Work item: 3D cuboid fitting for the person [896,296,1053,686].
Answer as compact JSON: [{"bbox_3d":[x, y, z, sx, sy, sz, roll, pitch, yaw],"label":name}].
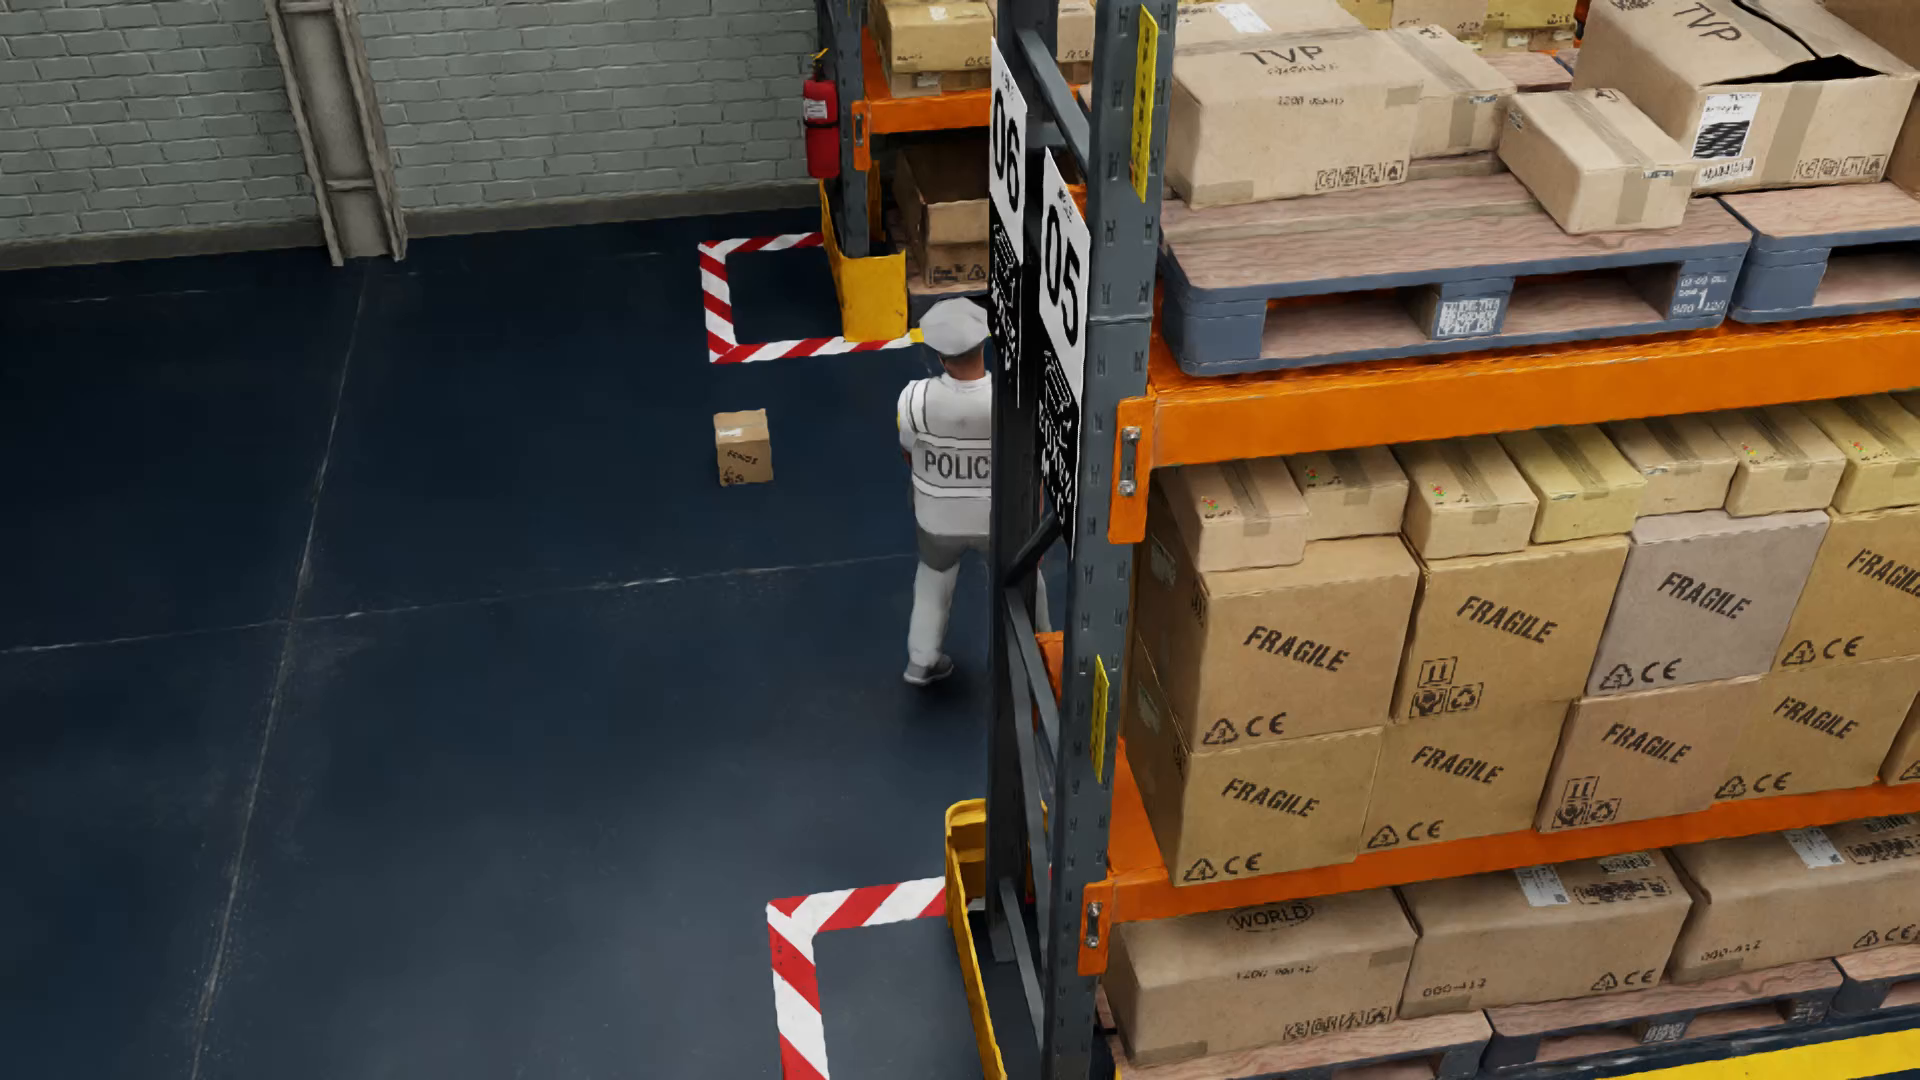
[{"bbox_3d":[0.115,-0.119,6.301,0.691,1.740,0.554,2,38,3],"label":"person"}]
